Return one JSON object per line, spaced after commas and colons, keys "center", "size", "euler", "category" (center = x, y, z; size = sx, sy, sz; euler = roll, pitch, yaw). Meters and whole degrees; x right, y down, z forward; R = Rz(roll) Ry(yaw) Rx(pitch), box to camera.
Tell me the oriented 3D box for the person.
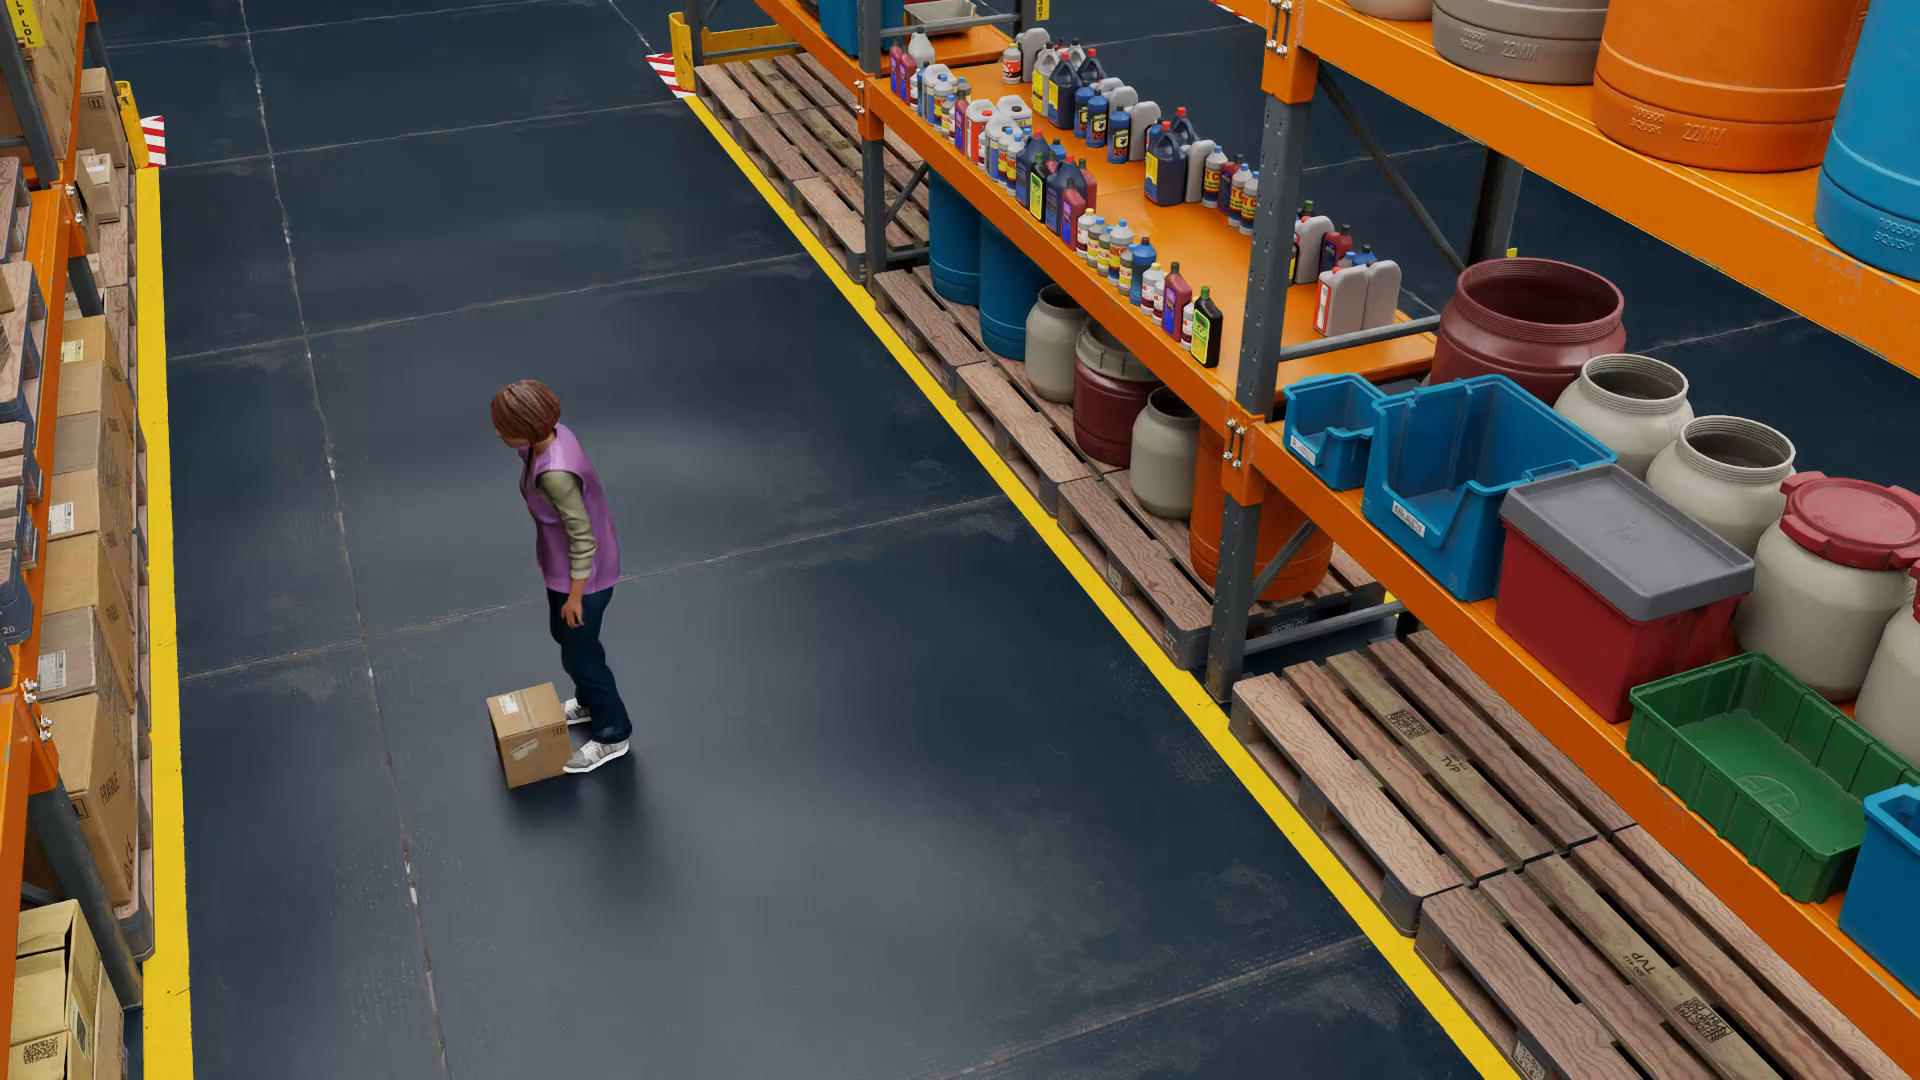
{"center": [-1.401, 0.120, 5.972], "size": [0.349, 1.593, 0.466], "euler": [-13, 36, -19], "category": "person"}
